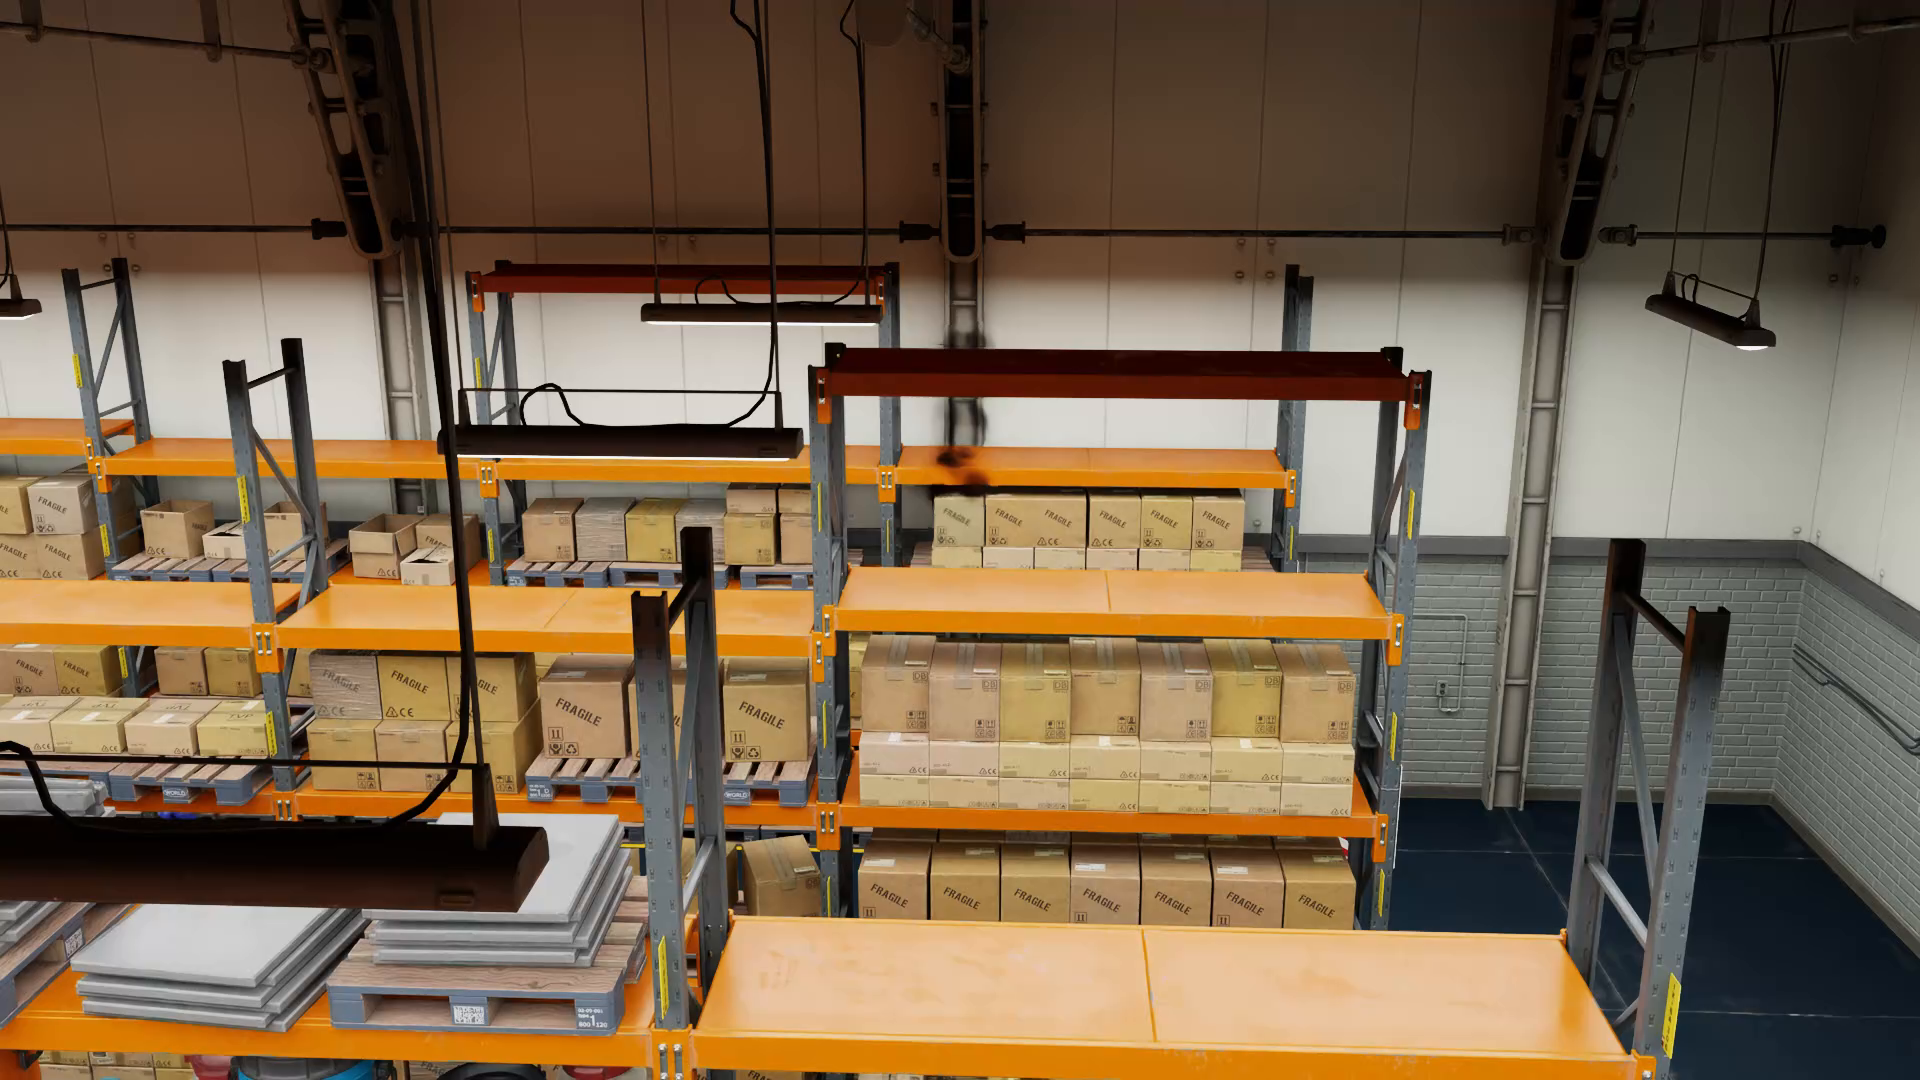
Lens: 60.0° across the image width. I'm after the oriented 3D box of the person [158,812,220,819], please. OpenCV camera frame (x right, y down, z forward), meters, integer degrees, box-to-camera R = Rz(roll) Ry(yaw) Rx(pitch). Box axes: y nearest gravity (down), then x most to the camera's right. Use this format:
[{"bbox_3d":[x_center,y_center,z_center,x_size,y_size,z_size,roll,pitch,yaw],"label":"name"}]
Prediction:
[{"bbox_3d":[-7.282,2.995,15.661,0.724,1.478,0.562,-1,16,-4],"label":"person"}]
